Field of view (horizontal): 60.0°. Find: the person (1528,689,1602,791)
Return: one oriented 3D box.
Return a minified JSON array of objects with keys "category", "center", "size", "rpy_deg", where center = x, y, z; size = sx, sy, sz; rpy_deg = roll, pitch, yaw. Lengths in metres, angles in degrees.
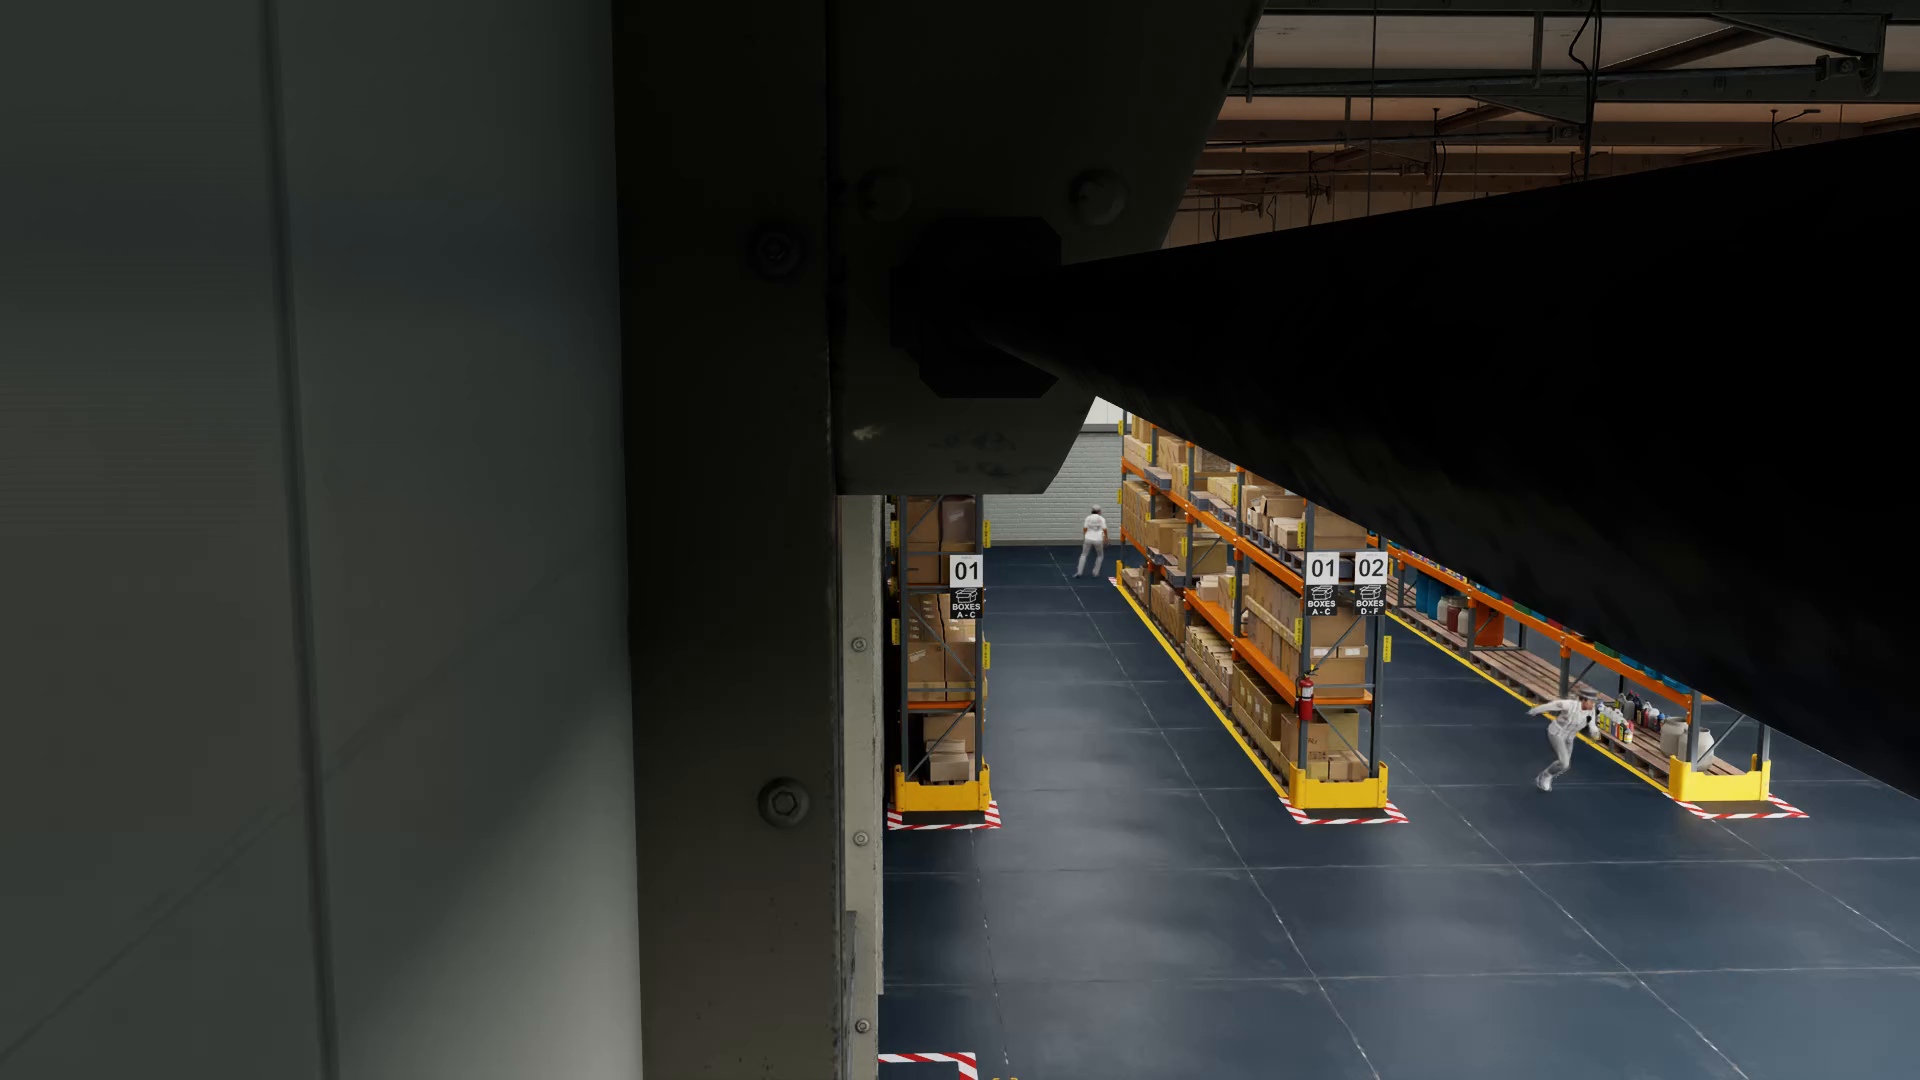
[{"category":"person","center":[7.697,2.528,21.025],"size":[0.572,1.431,0.958],"rpy_deg":[-3,9,-21]}]

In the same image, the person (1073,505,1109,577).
[{"category":"person","center":[2.943,0.039,37.366],"size":[0.738,1.654,0.543],"rpy_deg":[4,9,25]}]
